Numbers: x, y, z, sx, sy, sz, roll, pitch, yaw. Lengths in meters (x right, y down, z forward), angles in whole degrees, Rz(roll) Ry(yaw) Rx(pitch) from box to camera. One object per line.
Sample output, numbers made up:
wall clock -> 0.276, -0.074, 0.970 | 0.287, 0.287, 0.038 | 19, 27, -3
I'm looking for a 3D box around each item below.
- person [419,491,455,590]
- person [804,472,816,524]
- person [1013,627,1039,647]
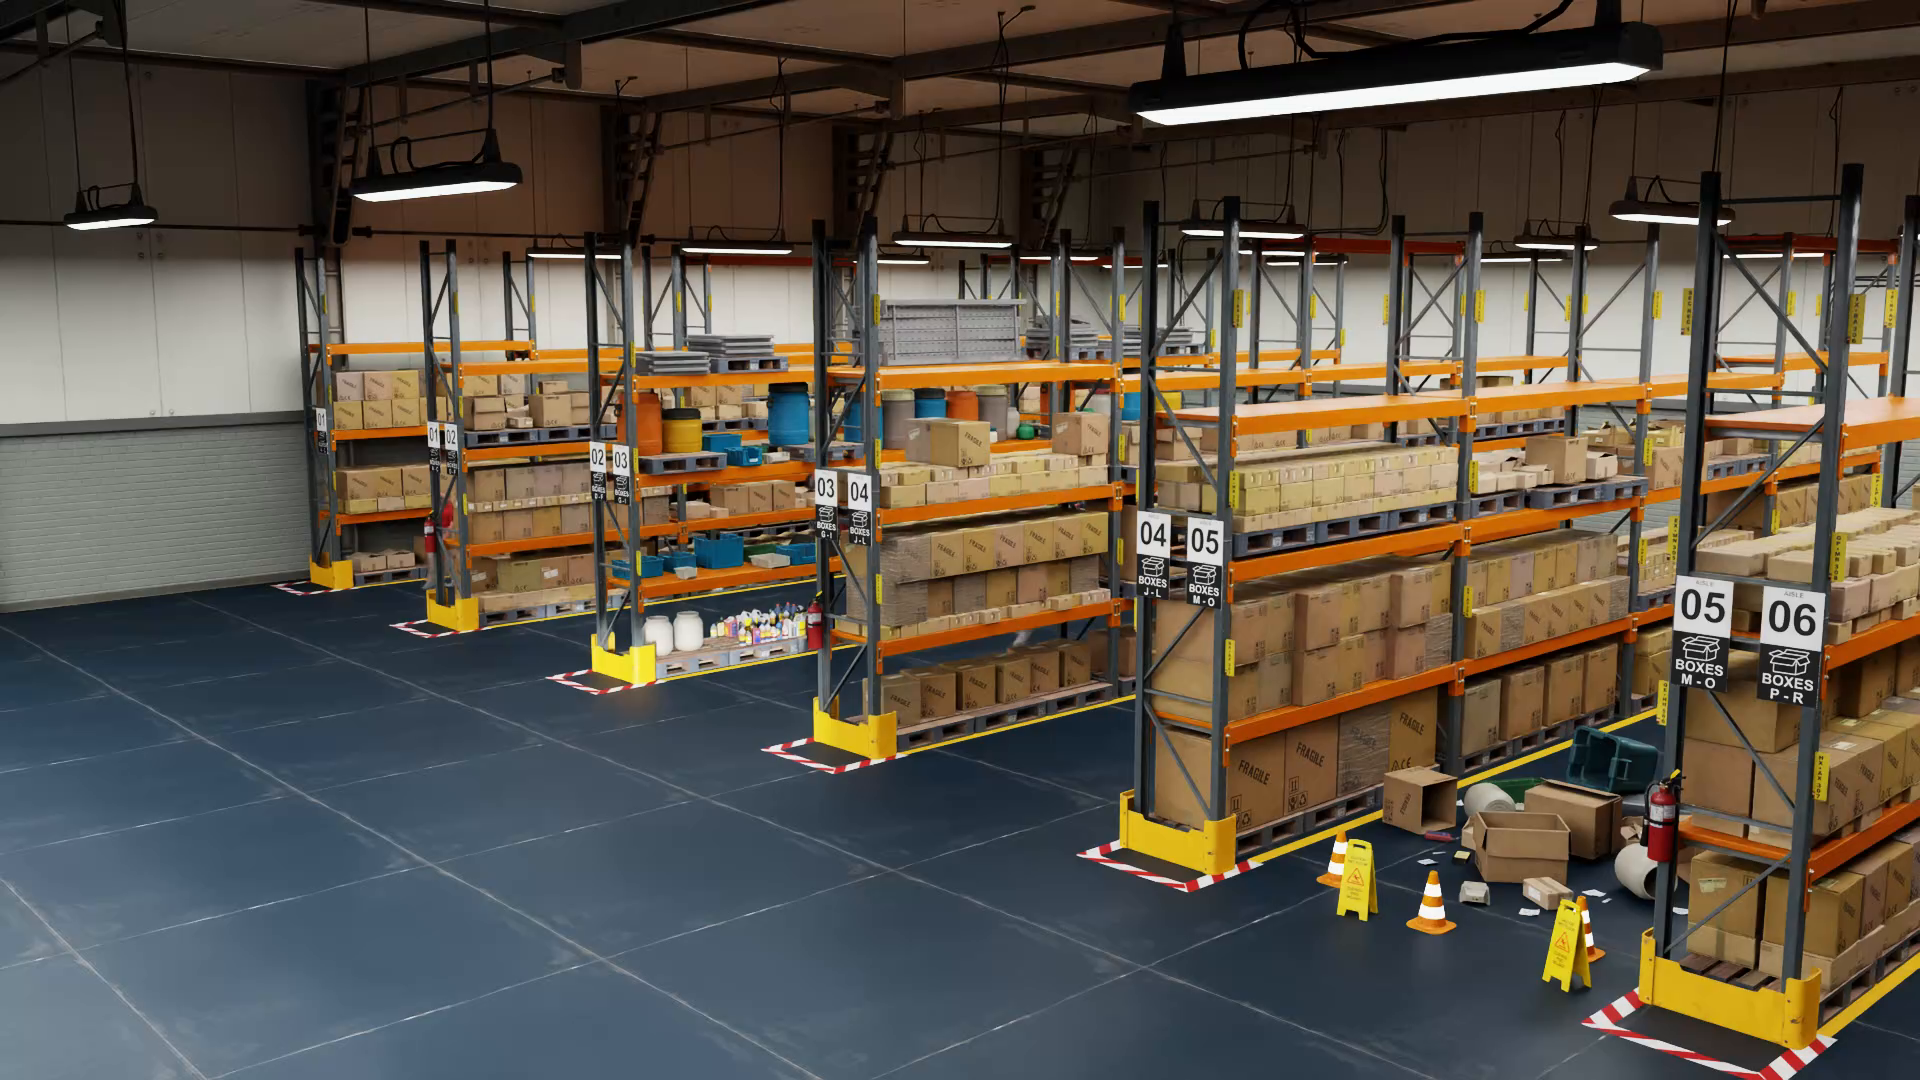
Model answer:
person -> -9.233, 0.020, 29.479 | 0.561, 1.763, 0.684 | 7, 11, 39
person -> -2.955, -0.824, 35.270 | 0.663, 1.680, 0.678 | -6, 10, -33
person -> 0.893, 0.793, 23.948 | 0.524, 1.774, 0.563 | -7, 11, -42
